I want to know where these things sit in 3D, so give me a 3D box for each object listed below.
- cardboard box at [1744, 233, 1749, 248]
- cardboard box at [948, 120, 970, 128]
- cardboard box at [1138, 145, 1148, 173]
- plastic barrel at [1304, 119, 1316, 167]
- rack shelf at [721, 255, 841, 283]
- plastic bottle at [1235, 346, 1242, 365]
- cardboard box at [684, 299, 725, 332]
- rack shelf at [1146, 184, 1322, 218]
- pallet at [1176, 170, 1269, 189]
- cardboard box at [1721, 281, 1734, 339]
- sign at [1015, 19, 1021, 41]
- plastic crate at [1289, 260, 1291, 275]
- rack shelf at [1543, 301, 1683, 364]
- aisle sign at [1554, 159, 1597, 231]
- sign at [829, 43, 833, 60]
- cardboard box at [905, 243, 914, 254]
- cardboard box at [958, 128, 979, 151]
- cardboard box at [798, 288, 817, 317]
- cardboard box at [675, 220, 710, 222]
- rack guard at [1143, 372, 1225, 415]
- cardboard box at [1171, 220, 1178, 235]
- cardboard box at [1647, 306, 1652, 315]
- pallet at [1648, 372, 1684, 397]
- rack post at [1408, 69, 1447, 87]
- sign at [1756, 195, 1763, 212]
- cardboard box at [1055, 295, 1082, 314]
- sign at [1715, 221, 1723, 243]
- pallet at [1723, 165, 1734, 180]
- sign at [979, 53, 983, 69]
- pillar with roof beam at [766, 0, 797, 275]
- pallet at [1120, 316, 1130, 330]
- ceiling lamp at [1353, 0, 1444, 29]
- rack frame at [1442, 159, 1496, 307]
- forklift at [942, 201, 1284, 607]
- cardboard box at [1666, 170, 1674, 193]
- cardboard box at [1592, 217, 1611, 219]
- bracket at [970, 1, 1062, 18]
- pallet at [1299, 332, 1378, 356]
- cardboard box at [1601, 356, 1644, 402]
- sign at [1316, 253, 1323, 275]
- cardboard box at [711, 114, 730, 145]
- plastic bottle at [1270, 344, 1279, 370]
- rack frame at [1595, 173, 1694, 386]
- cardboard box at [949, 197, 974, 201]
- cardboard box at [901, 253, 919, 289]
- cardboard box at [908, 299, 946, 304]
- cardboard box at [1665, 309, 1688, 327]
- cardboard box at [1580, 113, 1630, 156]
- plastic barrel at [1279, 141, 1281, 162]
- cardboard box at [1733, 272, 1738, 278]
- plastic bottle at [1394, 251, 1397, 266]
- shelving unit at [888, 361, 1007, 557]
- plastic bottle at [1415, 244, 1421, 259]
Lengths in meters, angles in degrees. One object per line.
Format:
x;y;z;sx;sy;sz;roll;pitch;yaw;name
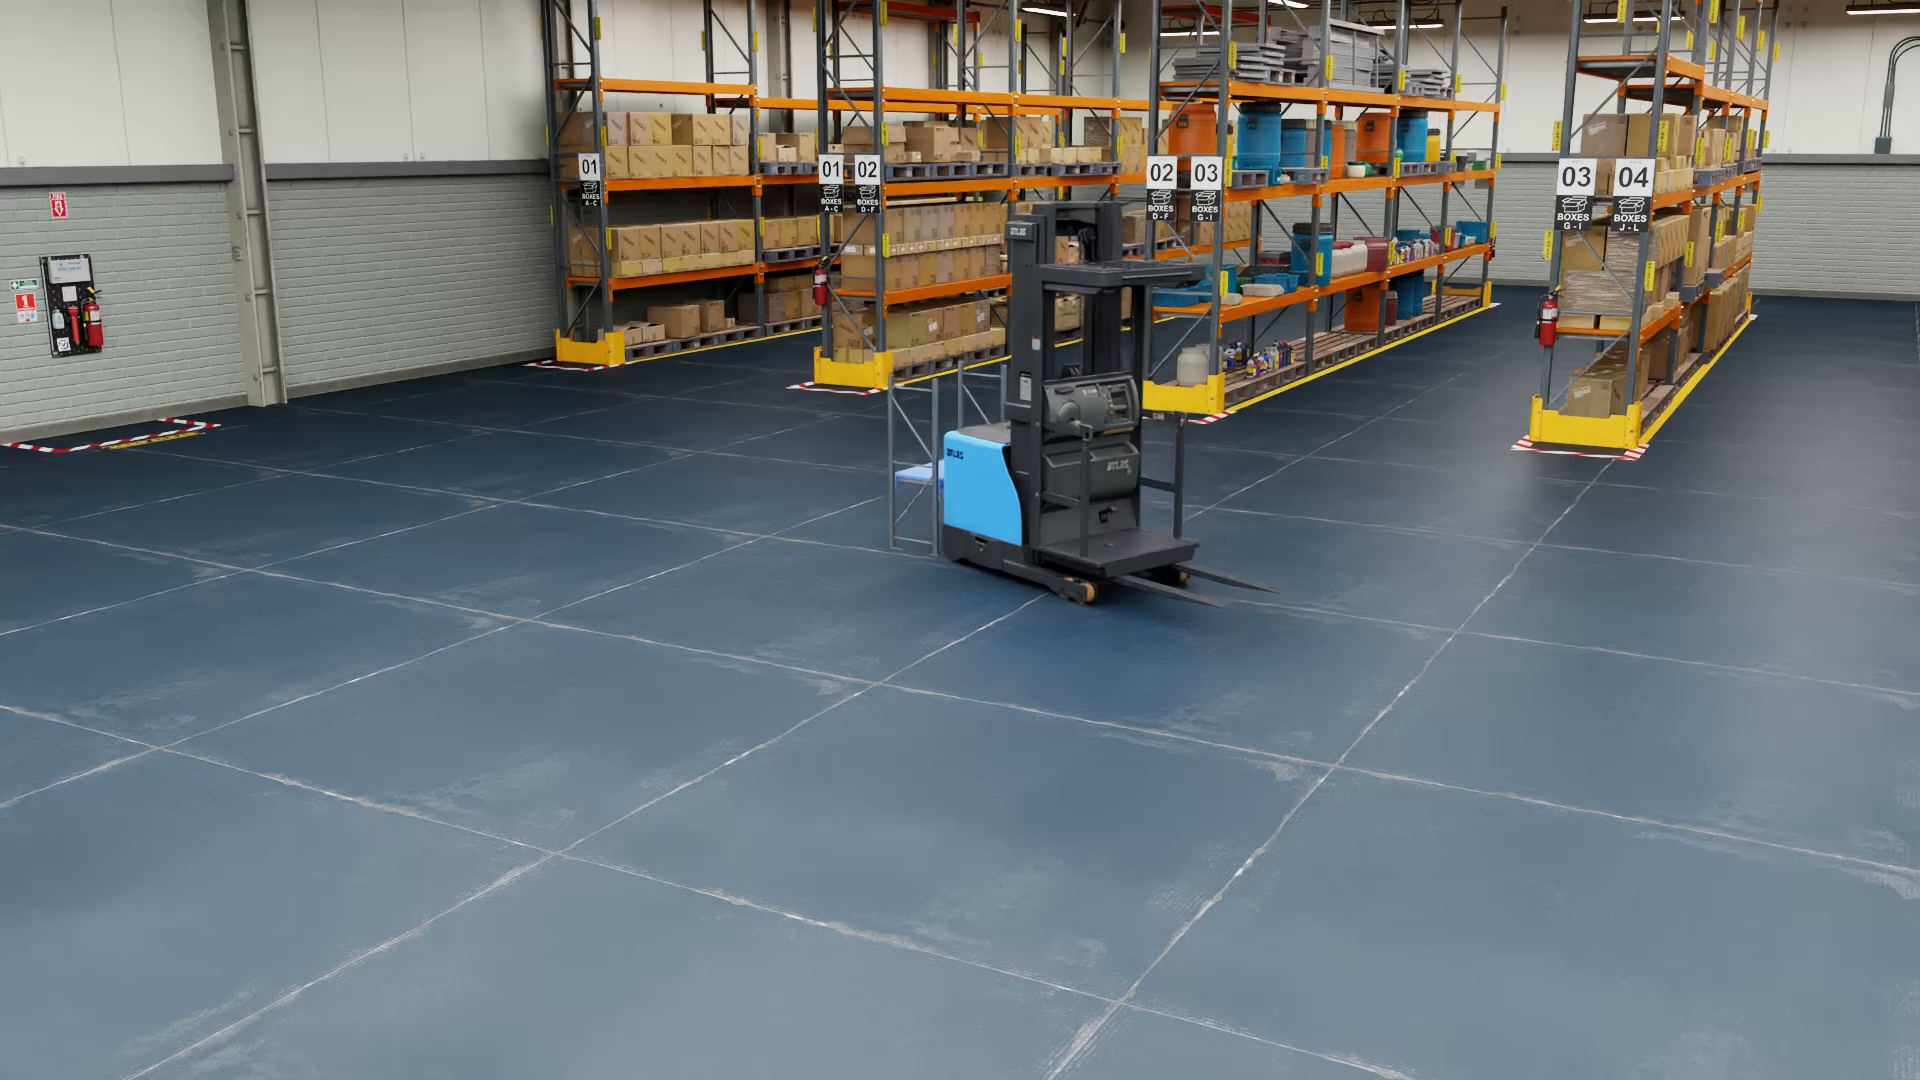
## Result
14.401;-5.583;30.978;0.500;0.250;0.500;7;15;26;cardboard box
0.086;-8.885;36.197;0.500;0.500;0.500;7;15;28;cardboard box
3.036;-7.143;31.148;0.910;0.500;0.500;7;15;28;cardboard box
5.130;-5.914;25.193;0.600;0.901;0.600;0;14;0;plastic barrel
-2.948;-5.132;30.954;1.077;0.370;4.000;7;15;28;rack shelf
4.040;-2.674;24.108;0.097;0.271;0.097;0;14;0;plastic bottle
-4.382;-3.852;28.507;0.500;0.500;0.500;6;15;24;cardboard box
3.791;-4.647;22.543;1.077;0.370;4.000;7;15;28;rack shelf
3.309;-4.653;21.437;1.003;0.211;1.213;7;15;28;pallet
12.238;-3.883;27.877;1.225;0.875;0.875;7;15;26;cardboard box
0.897;-7.890;25.730;0.100;0.325;0.005;7;15;28;sign
5.018;-4.202;25.599;0.392;0.384;0.575;7;15;28;plastic crate
8.126;-2.627;20.567;1.077;0.370;4.000;7;15;28;rack shelf
6.867;-3.852;18.564;0.394;0.787;0.004;7;15;28;aisle sign
-2.469;-9.401;31.999;0.100;0.325;0.005;7;15;28;sign
-0.885;-4.216;24.022;0.380;0.149;0.250;7;15;28;cardboard box
-0.051;-6.216;26.110;0.500;0.500;0.500;9;16;33;cardboard box
-3.086;-4.435;30.922;0.700;0.500;0.500;8;15;29;cardboard box
-4.578;-5.194;28.355;0.500;0.500;0.500;7;15;28;cardboard box
2.819;-1.934;21.488;1.175;0.500;0.348;7;15;28;rack guard
4.308;-6.332;34.186;0.500;0.500;0.500;8;16;29;cardboard box
8.104;-2.733;20.007;0.380;0.149;0.250;7;15;28;cardboard box
9.468;-2.192;23.175;1.003;0.211;1.213;7;15;28;pallet
8.190;-8.300;29.924;0.937;0.300;0.954;7;15;27;rack post
15.363;-6.463;31.966;0.100;0.325;0.005;7;15;28;sign
1.827;-4.125;29.020;0.500;0.311;0.500;7;15;28;cardboard box
11.507;-4.673;25.215;0.100;0.325;0.005;7;15;28;sign
11.292;-5.713;25.832;1.213;0.211;1.003;8;16;31;pallet
0.433;-10.062;34.909;0.100;0.325;0.005;7;15;28;sign
0.402;-8.152;29.146;9.100;9.000;0.400;7;15;28;pillar with roof beam
2.751;-4.125;31.192;1.003;0.211;1.213;7;15;28;pallet
9.710;-12.993;36.773;2.000;3.185;0.800;7;15;28;ceiling lamp
10.559;-6.411;34.724;1.000;3.000;0.127;7;15;28;rack frame
1.155;-1.070;12.717;1.130;2.935;3.031;-10;17;-37;forklift
8.106;-4.229;19.597;0.500;0.250;0.500;7;15;28;cardboard box
8.171;-3.798;20.906;0.500;0.500;0.500;7;15;28;cardboard box
1.290;-12.194;38.232;0.076;0.066;4.783;7;15;28;bracket
6.283;-3.259;27.602;1.003;0.211;1.213;7;15;28;pallet
8.363;-2.044;21.050;0.500;0.500;0.500;6;15;23;cardboard box
5.234;-4.019;24.212;0.100;0.325;0.005;7;15;28;sign
-4.177;-6.826;27.658;0.500;0.500;0.500;8;16;31;cardboard box
4.450;-2.604;23.649;0.144;0.351;0.185;7;15;28;plastic bottle
9.093;-3.387;22.185;1.000;3.000;0.127;7;15;28;rack frame
-0.049;-7.155;35.322;0.500;0.250;0.500;8;16;29;cardboard box
-1.024;-3.941;24.268;0.700;0.500;0.500;8;16;29;cardboard box
-0.558;-3.478;25.930;0.500;0.500;0.500;7;15;28;cardboard box
10.482;-3.321;24.702;0.500;0.250;0.500;9;16;34;cardboard box
7.687;-4.808;19.762;0.500;0.500;0.500;7;15;28;cardboard box
4.377;-5.599;23.824;0.421;0.512;0.421;0;14;0;plastic barrel
13.350;-4.326;29.716;0.875;0.875;0.875;7;15;28;cardboard box
7.407;-4.856;28.541;0.152;0.276;0.135;7;15;28;plastic bottle
-0.097;-0.723;14.332;0.538;1.500;1.048;9;16;34;shelving unit
8.232;-5.206;29.993;0.152;0.276;0.135;7;15;28;plastic bottle
